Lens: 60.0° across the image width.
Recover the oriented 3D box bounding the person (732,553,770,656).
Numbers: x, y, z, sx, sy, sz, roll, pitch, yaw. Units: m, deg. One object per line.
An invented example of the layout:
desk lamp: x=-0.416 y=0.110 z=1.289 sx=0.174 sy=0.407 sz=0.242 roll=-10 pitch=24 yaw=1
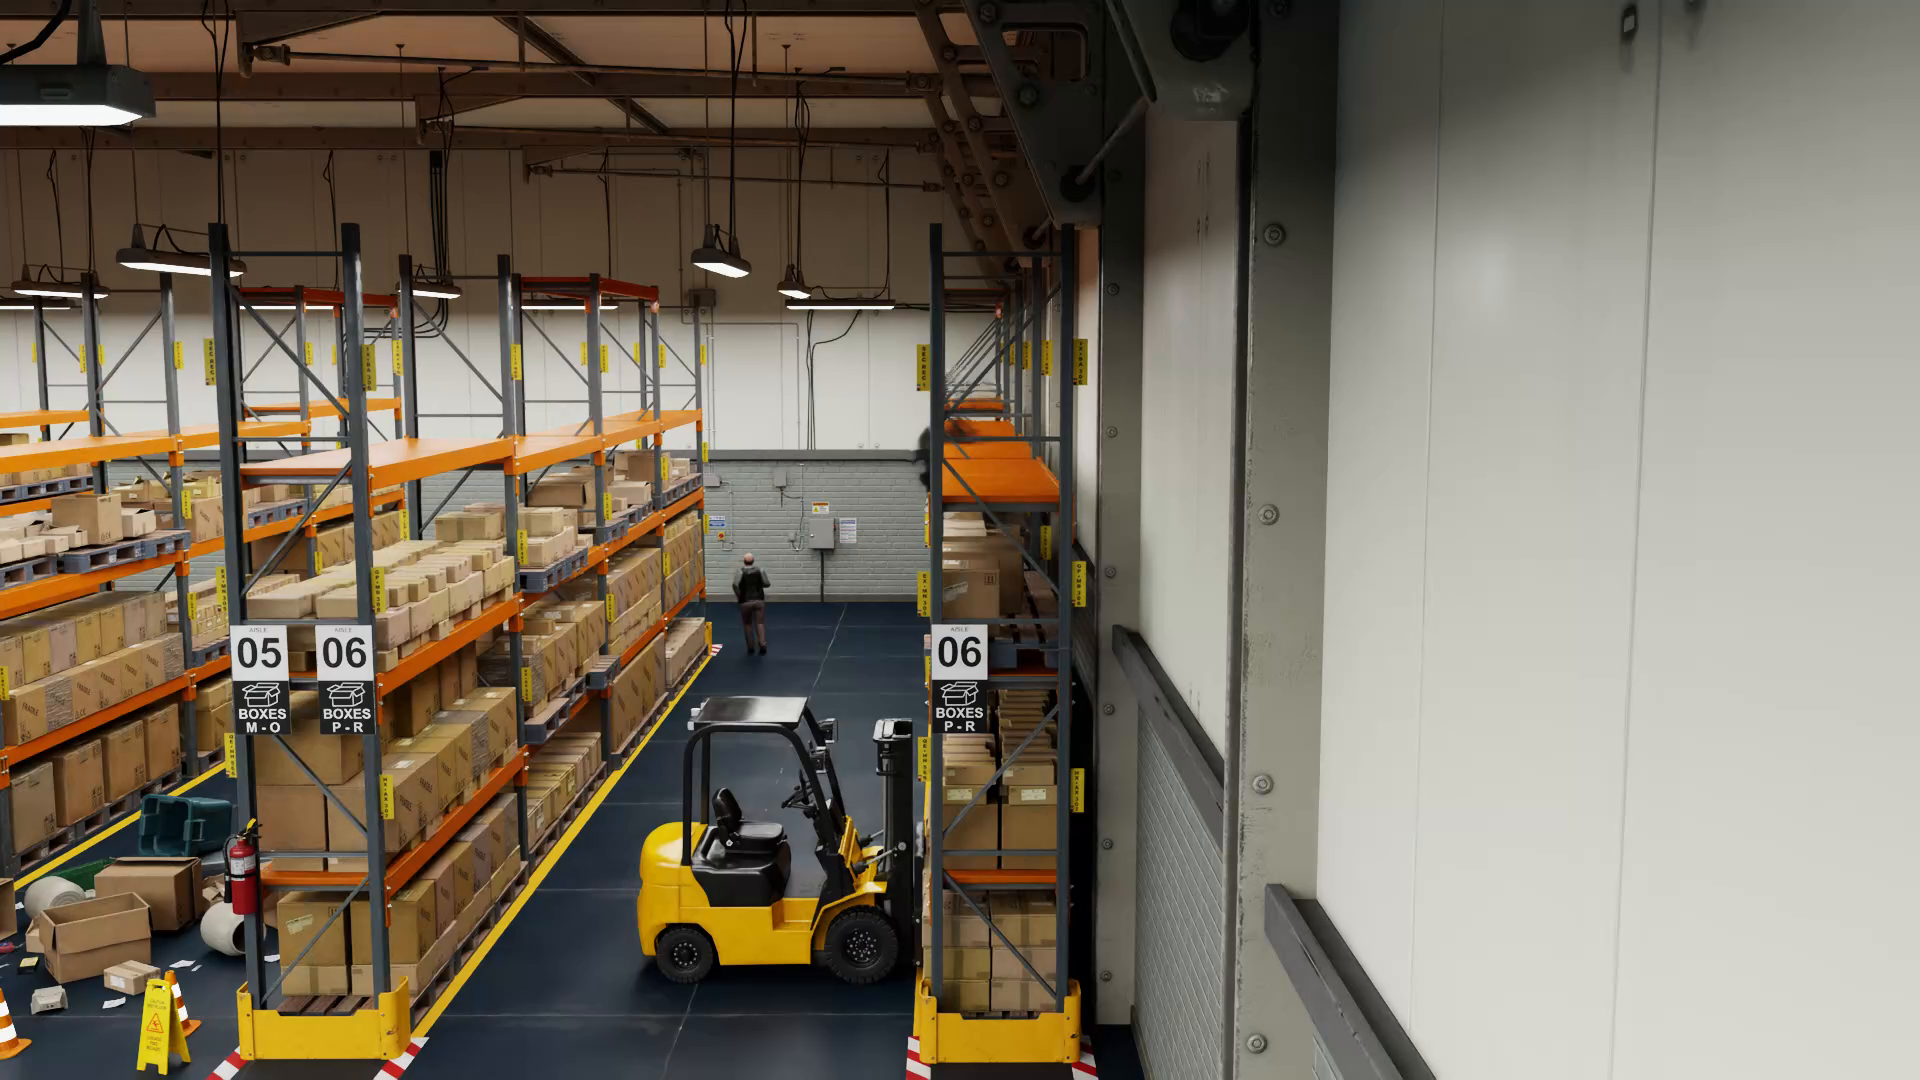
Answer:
person: x=-3.475 y=1.119 z=27.639 sx=0.664 sy=1.668 sz=0.836 roll=-2 pitch=7 yaw=-15
